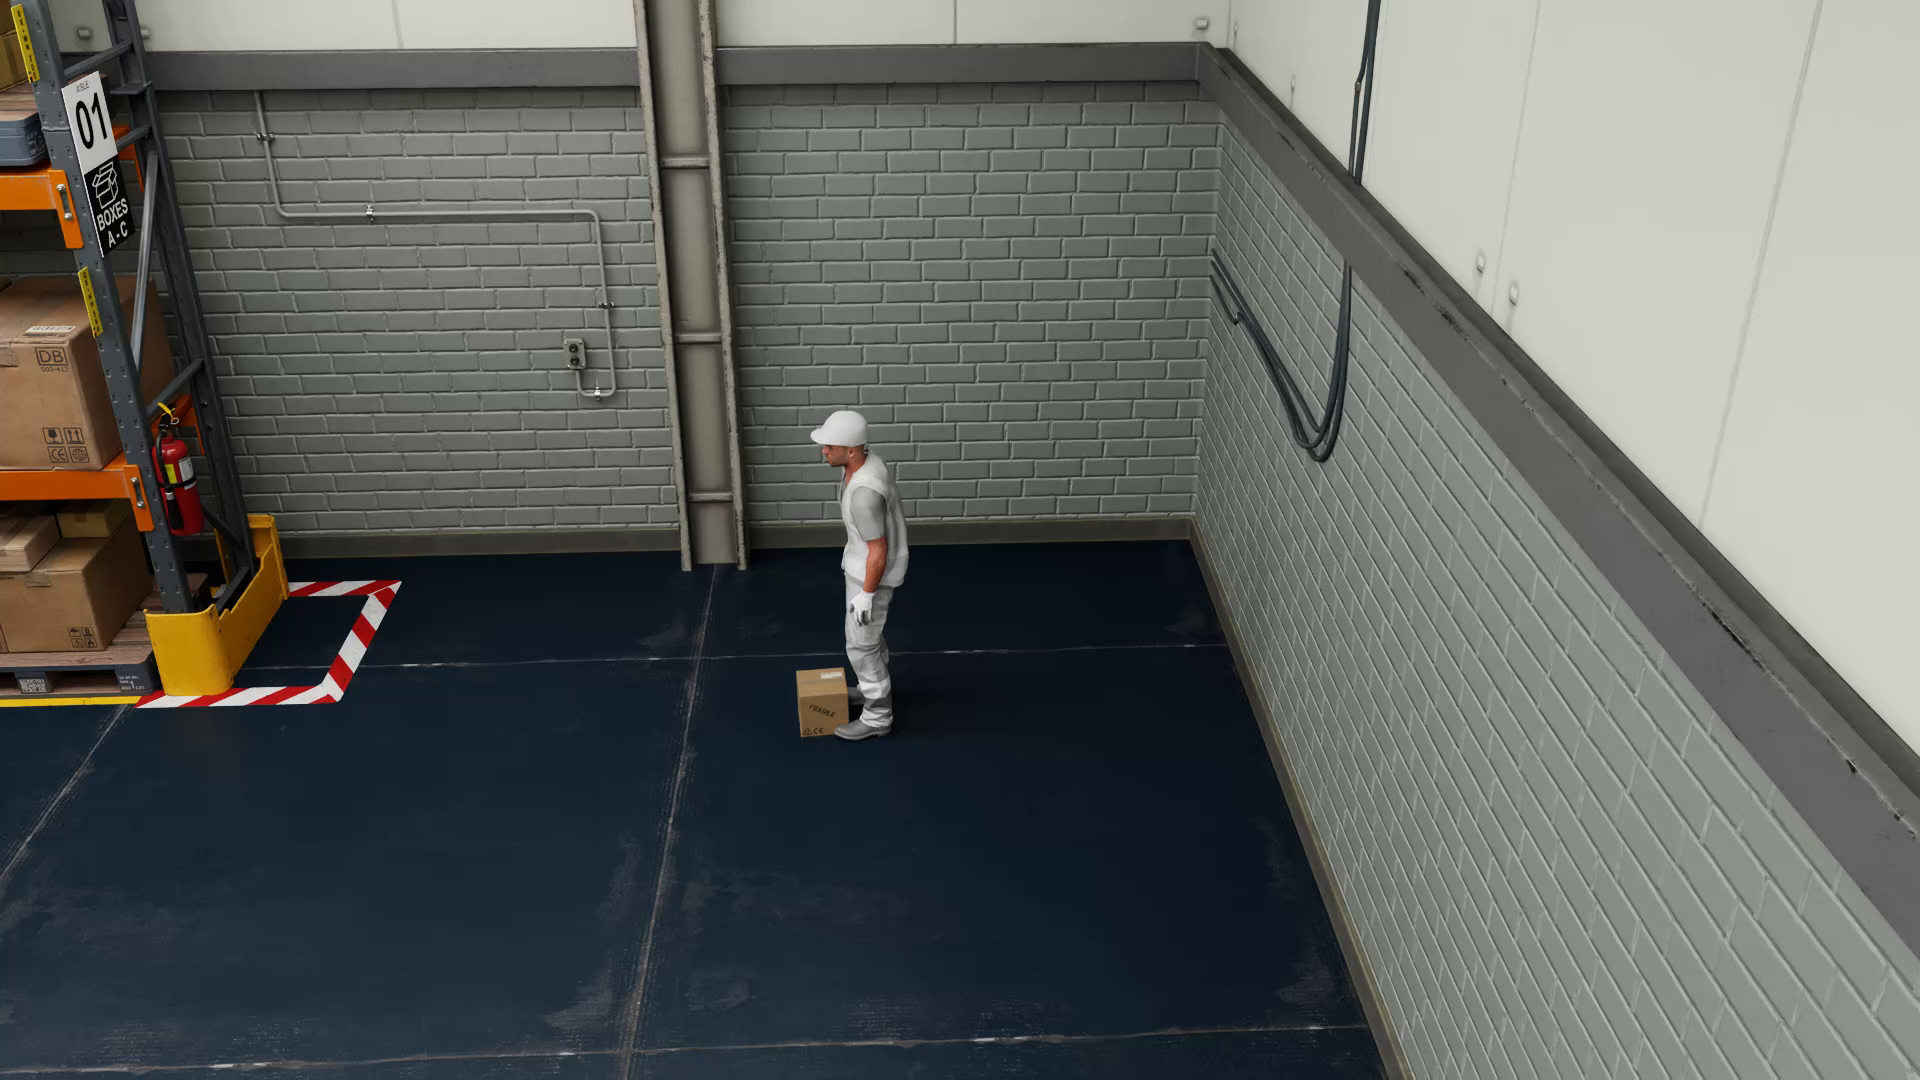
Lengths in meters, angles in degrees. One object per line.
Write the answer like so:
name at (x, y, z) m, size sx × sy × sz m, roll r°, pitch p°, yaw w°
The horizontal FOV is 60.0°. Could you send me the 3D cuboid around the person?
person at (-0.487, 0.167, 8.279) m, size 0.453 × 1.778 × 0.616 m, roll -3°, pitch 27°, yaw -6°
